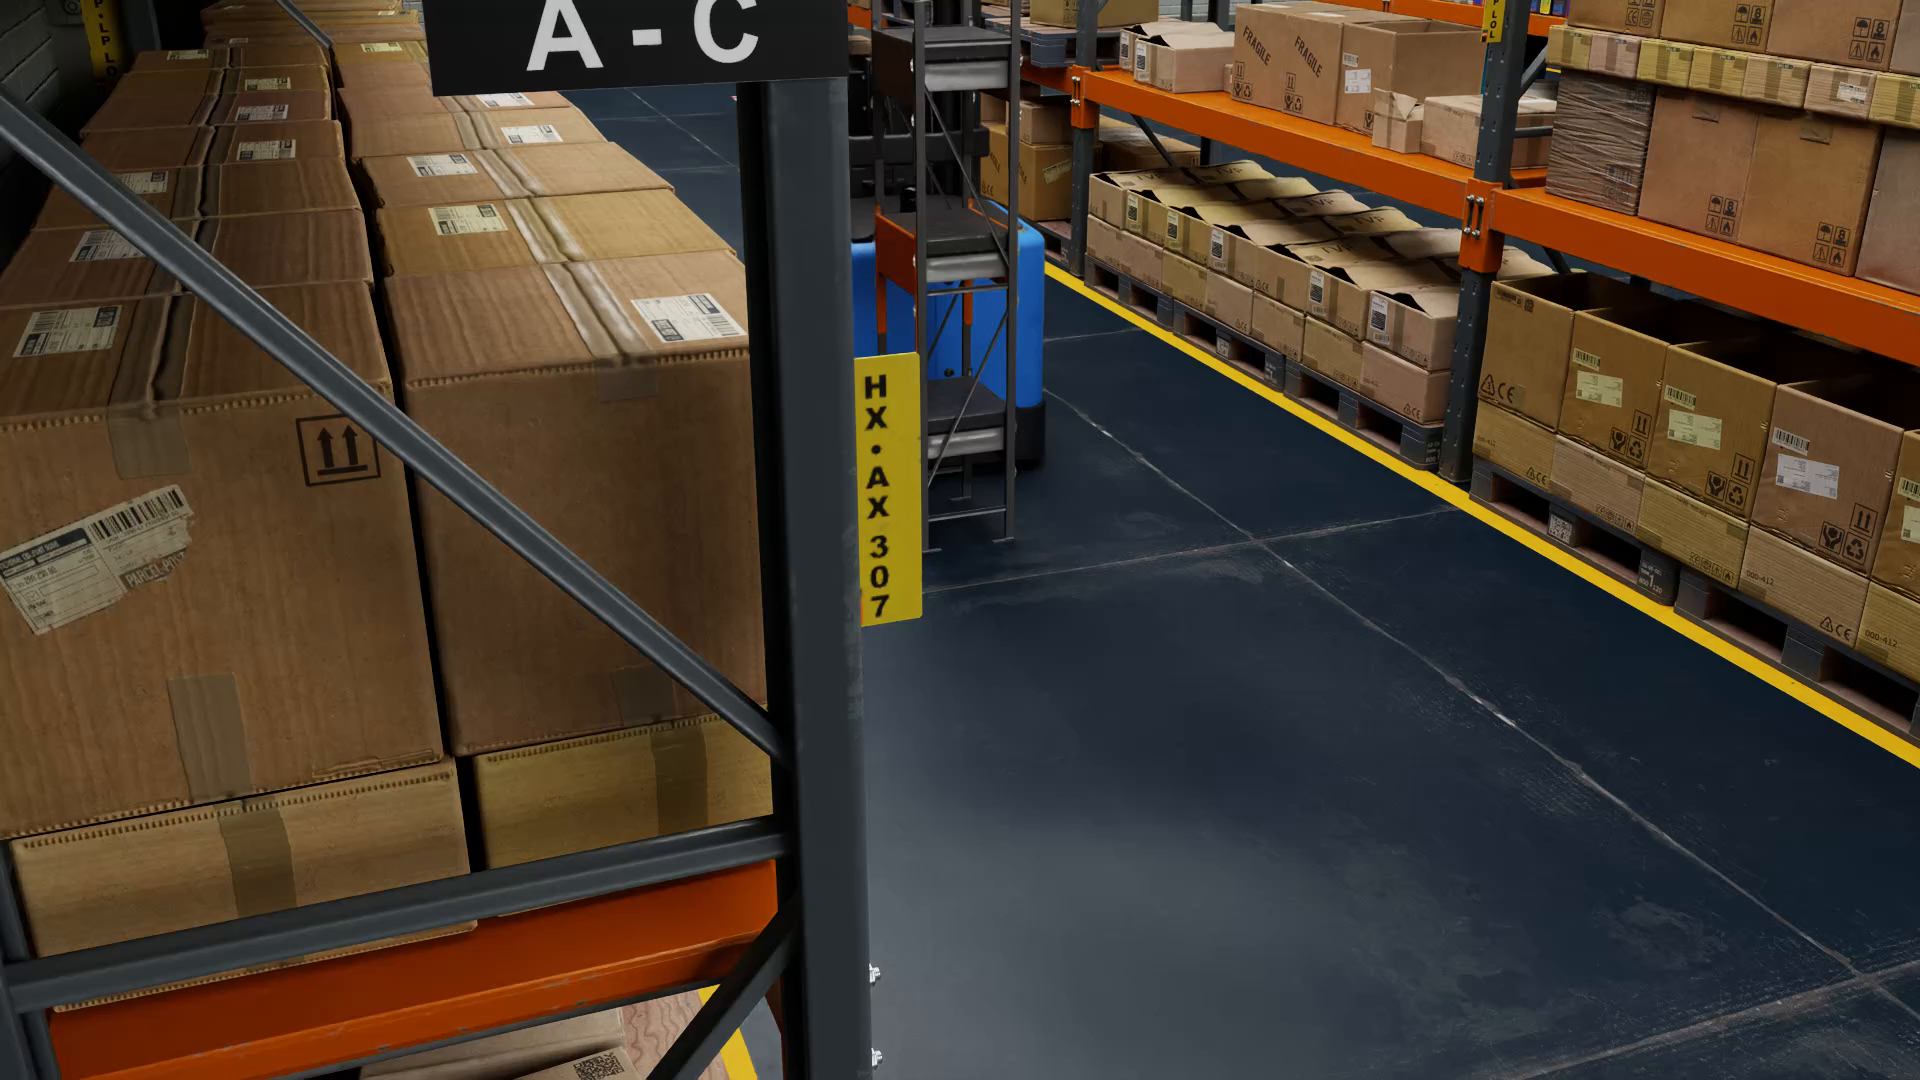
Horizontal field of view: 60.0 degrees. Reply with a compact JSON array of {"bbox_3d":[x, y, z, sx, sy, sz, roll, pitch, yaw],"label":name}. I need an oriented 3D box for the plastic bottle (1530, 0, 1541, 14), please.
[{"bbox_3d":[4.767,-4.505,13.640,0.144,0.351,0.185,-8,24,-19],"label":"plastic bottle"}]

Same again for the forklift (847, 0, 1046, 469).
[{"bbox_3d":[-0.502,-2.168,8.121,1.130,2.935,3.031,-6,24,-14],"label":"forklift"}]

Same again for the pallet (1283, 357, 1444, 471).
[{"bbox_3d":[2.323,-0.691,8.117,1.003,0.211,1.213,-8,24,-19],"label":"pallet"}]

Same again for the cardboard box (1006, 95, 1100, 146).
[{"bbox_3d":[0.633,-2.891,11.433,0.500,0.250,0.500,-7,24,-17],"label":"cardboard box"}]

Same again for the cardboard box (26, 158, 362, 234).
[{"bbox_3d":[-1.321,-0.378,2.987,0.500,0.500,0.500,-9,24,-20],"label":"cardboard box"}]

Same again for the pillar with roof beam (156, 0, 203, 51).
[{"bbox_3d":[-1.868,-7.430,12.792,9.100,9.000,0.400,-8,24,-19],"label":"pillar with roof beam"}]

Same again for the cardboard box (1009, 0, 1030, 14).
[{"bbox_3d":[0.734,-3.978,11.657,0.700,0.500,0.500,-4,23,-9],"label":"cardboard box"}]

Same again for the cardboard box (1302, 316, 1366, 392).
[{"bbox_3d":[2.025,-0.935,8.105,0.500,0.250,0.500,-9,24,-20],"label":"cardboard box"}]

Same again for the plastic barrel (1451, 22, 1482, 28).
[{"bbox_3d":[4.605,-4.325,15.310,0.600,0.901,0.708,-8,24,-19],"label":"plastic barrel"}]

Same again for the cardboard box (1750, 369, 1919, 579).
[{"bbox_3d":[3.023,-0.229,5.466,0.500,0.500,0.500,-8,24,-19],"label":"cardboard box"}]

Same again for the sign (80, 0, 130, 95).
[{"bbox_3d":[-2.531,-1.488,4.929,0.100,0.325,0.005,-8,24,-19],"label":"sign"}]

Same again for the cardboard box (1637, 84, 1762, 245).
[{"bbox_3d":[2.975,-1.408,6.100,0.700,0.500,0.500,-9,24,-20],"label":"cardboard box"}]

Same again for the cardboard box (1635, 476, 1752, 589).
[{"bbox_3d":[2.844,-0.065,6.042,0.500,0.250,0.500,-8,24,-19],"label":"cardboard box"}]

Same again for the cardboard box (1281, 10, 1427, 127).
[{"bbox_3d":[2.001,-2.414,8.487,0.500,0.500,0.500,-8,24,-19],"label":"cardboard box"}]

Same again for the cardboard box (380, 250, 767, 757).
[{"bbox_3d":[-0.487,-0.079,2.278,0.500,0.500,0.500,-8,24,-19],"label":"cardboard box"}]

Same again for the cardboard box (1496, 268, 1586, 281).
[{"bbox_3d":[2.707,-1.083,7.734,0.500,0.311,0.500,-8,24,-19],"label":"cardboard box"}]

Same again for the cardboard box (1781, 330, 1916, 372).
[{"bbox_3d":[3.334,-0.482,6.067,0.500,0.500,0.500,-8,24,-19],"label":"cardboard box"}]

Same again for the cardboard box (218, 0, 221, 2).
[{"bbox_3d":[-2.790,-2.115,7.212,0.700,0.500,0.500,-8,24,-19],"label":"cardboard box"}]

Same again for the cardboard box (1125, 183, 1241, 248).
[{"bbox_3d":[1.311,-1.931,9.748,0.500,0.311,0.500,-9,24,-20],"label":"cardboard box"}]

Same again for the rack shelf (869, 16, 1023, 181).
[{"bbox_3d":[-0.058,-1.660,6.218,0.431,0.518,0.480,-8,24,-19],"label":"rack shelf"}]

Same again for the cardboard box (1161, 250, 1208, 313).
[{"bbox_3d":[1.485,-1.492,9.427,0.500,0.250,0.500,-9,24,-20],"label":"cardboard box"}]

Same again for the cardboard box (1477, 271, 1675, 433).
[{"bbox_3d":[2.491,-0.774,6.758,0.500,0.500,0.500,-8,24,-19],"label":"cardboard box"}]

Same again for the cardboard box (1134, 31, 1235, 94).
[{"bbox_3d":[1.342,-2.774,9.584,0.500,0.311,0.500,-9,24,-20],"label":"cardboard box"}]

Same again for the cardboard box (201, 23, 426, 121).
[{"bbox_3d":[-2.161,-1.471,5.682,0.700,0.500,0.500,-8,24,-19],"label":"cardboard box"}]

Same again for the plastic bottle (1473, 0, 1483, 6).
[{"bbox_3d":[4.473,-4.730,14.261,0.061,0.283,0.133,-8,24,-19],"label":"plastic bottle"}]

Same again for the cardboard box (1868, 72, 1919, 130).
[{"bbox_3d":[3.084,-1.372,5.179,0.380,0.149,0.250,-9,24,-19],"label":"cardboard box"}]

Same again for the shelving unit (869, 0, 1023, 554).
[{"bbox_3d":[-0.058,-1.028,6.485,0.431,2.100,0.503,-8,24,-19],"label":"shelving unit"}]

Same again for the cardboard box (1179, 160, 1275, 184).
[{"bbox_3d":[1.622,-2.195,10.373,0.500,0.311,0.500,-8,24,-18],"label":"cardboard box"}]

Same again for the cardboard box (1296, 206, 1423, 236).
[{"bbox_3d":[2.163,-1.641,9.059,0.500,0.311,0.500,-8,24,-18],"label":"cardboard box"}]

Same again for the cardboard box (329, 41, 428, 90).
[{"bbox_3d":[-1.557,-1.189,4.910,0.500,0.500,0.500,-8,24,-19],"label":"cardboard box"}]

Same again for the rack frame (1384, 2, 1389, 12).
[{"bbox_3d":[4.429,-5.298,15.459,1.000,3.000,0.127,-8,24,-19],"label":"rack frame"}]

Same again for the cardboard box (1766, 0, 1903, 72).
[{"bbox_3d":[3.139,-1.831,5.434,0.700,0.500,0.500,-8,24,-19],"label":"cardboard box"}]

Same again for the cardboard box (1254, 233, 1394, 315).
[{"bbox_3d":[1.845,-1.376,8.430,0.500,0.311,0.500,-8,24,-19],"label":"cardboard box"}]

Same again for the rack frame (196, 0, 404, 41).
[{"bbox_3d":[-3.426,-2.486,8.785,1.000,3.000,0.127,-8,24,-19],"label":"rack frame"}]

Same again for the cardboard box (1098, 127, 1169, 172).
[{"bbox_3d":[1.123,-2.612,11.736,0.500,0.500,0.500,-9,25,-21],"label":"cardboard box"}]

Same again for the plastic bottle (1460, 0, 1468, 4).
[{"bbox_3d":[4.415,-4.772,14.466,0.097,0.201,0.097,0,23,0],"label":"plastic bottle"}]

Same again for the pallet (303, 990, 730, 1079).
[{"bbox_3d":[-0.881,1.378,3.208,1.003,0.211,1.213,-8,24,-19],"label":"pallet"}]

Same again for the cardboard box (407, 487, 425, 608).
[{"bbox_3d":[-0.672,0.073,2.881,0.500,0.250,0.500,-9,25,-21],"label":"cardboard box"}]

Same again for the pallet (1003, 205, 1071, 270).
[{"bbox_3d":[0.978,-2.158,11.599,1.003,0.211,1.213,-8,24,-19],"label":"pallet"}]

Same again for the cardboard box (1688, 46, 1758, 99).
[{"bbox_3d":[2.809,-1.654,5.849,0.380,0.149,0.250,-9,24,-19],"label":"cardboard box"}]

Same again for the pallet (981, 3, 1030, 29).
[{"bbox_3d":[0.516,-3.784,12.114,1.003,0.211,1.213,-8,24,-19],"label":"pallet"}]

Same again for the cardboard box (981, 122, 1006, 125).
[{"bbox_3d":[0.283,-2.903,12.428,0.500,0.500,0.500,-9,25,-21],"label":"cardboard box"}]

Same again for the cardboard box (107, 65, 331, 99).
[{"bbox_3d":[-1.863,-0.930,4.296,0.500,0.500,0.500,-8,24,-19],"label":"cardboard box"}]

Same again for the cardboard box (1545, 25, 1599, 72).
[{"bbox_3d":[2.534,-1.934,6.513,0.380,0.149,0.250,-8,24,-19],"label":"cardboard box"}]

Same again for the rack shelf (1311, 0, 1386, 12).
[{"bbox_3d":[3.723,-5.694,17.323,1.077,0.370,4.000,-8,24,-19],"label":"rack shelf"}]

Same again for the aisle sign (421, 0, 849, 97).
[{"bbox_3d":[-0.294,-0.792,1.420,0.394,0.787,0.004,-8,24,-19],"label":"aisle sign"}]

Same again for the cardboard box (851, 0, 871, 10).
[{"bbox_3d":[-0.623,-4.813,14.178,0.500,0.500,0.500,-8,24,-18],"label":"cardboard box"}]

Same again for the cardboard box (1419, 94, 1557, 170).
[{"bbox_3d":[2.405,-1.817,7.392,0.500,0.250,0.500,-7,24,-16],"label":"cardboard box"}]

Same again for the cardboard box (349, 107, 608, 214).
[{"bbox_3d":[-1.023,-0.635,3.596,0.500,0.500,0.500,-8,24,-17],"label":"cardboard box"}]

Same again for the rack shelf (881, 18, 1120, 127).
[{"bbox_3d":[0.500,-3.562,12.265,1.077,0.370,4.000,-8,24,-19],"label":"rack shelf"}]
